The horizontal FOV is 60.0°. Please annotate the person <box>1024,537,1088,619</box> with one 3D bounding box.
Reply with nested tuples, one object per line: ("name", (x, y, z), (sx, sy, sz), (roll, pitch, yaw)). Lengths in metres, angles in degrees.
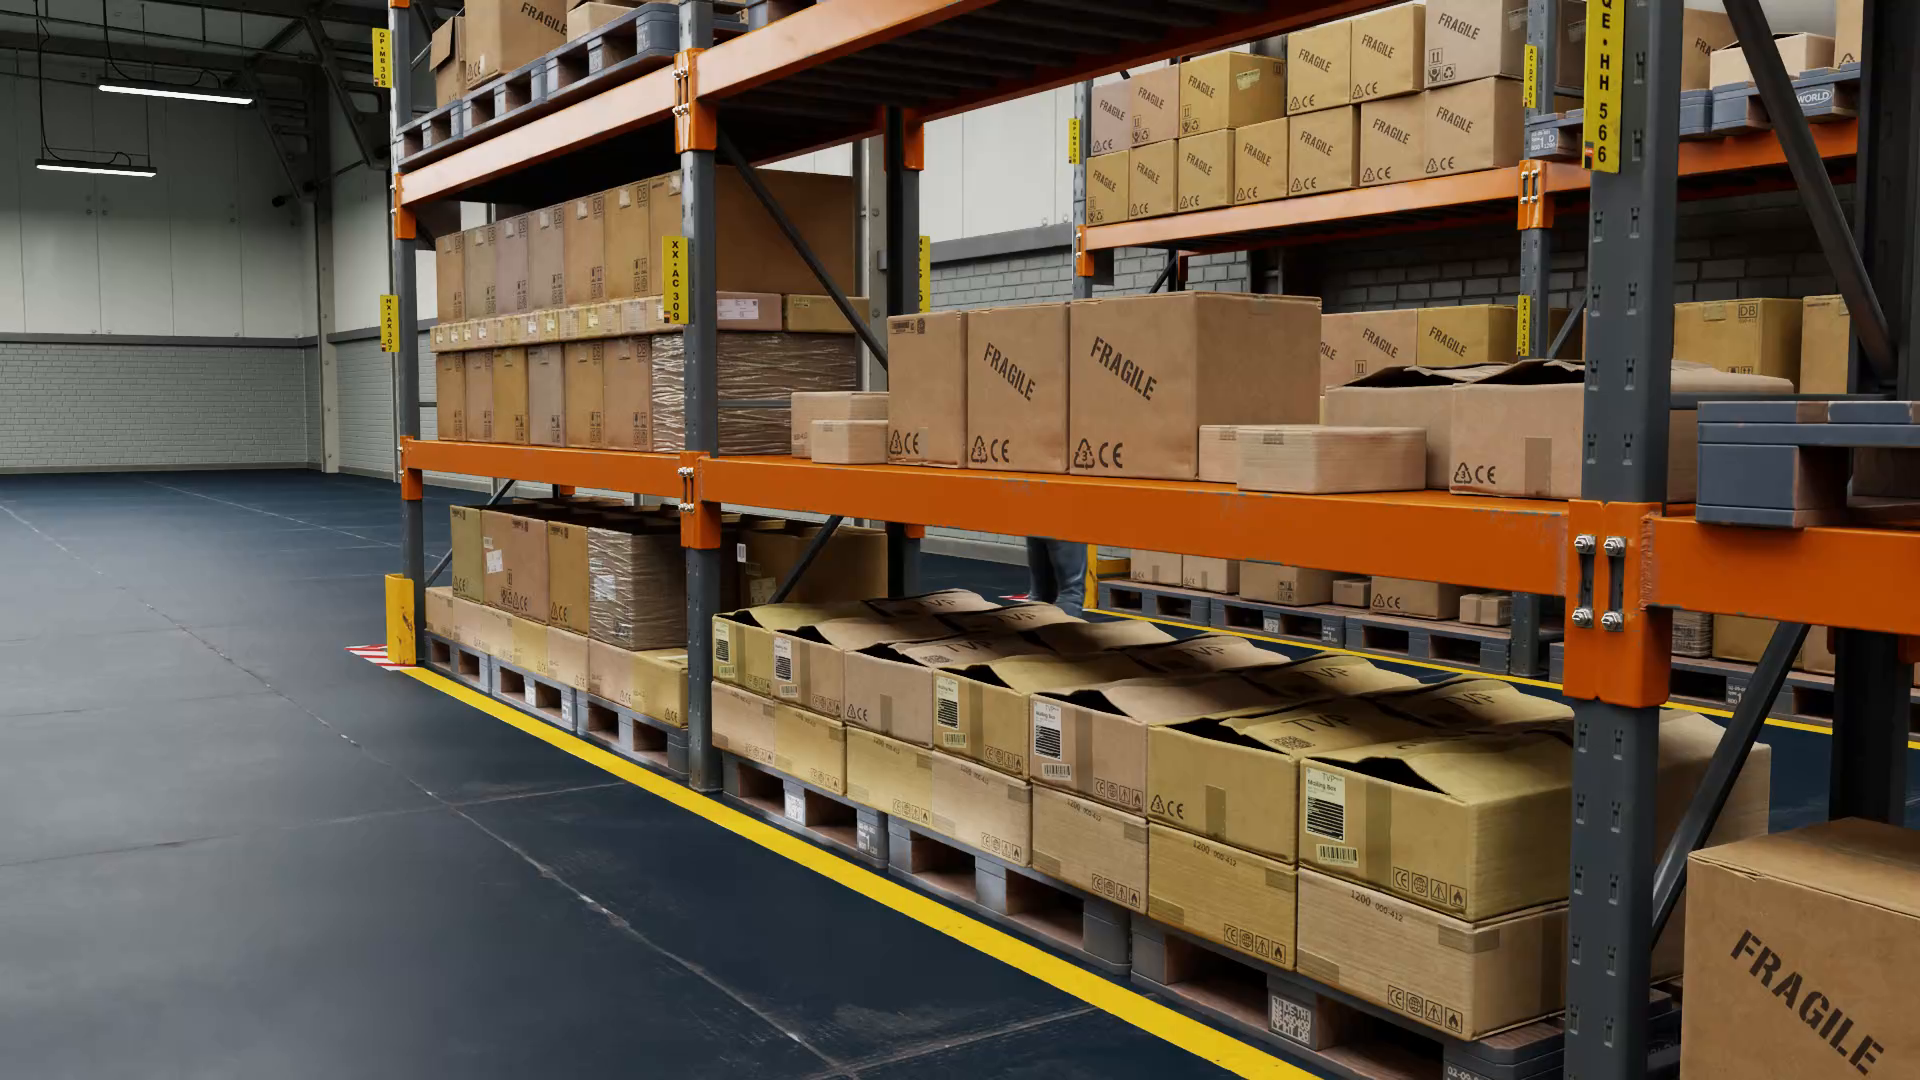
("person", (0.566, -0.119, 9.138), (0.532, 1.769, 0.553), (-3, 6, -34))
